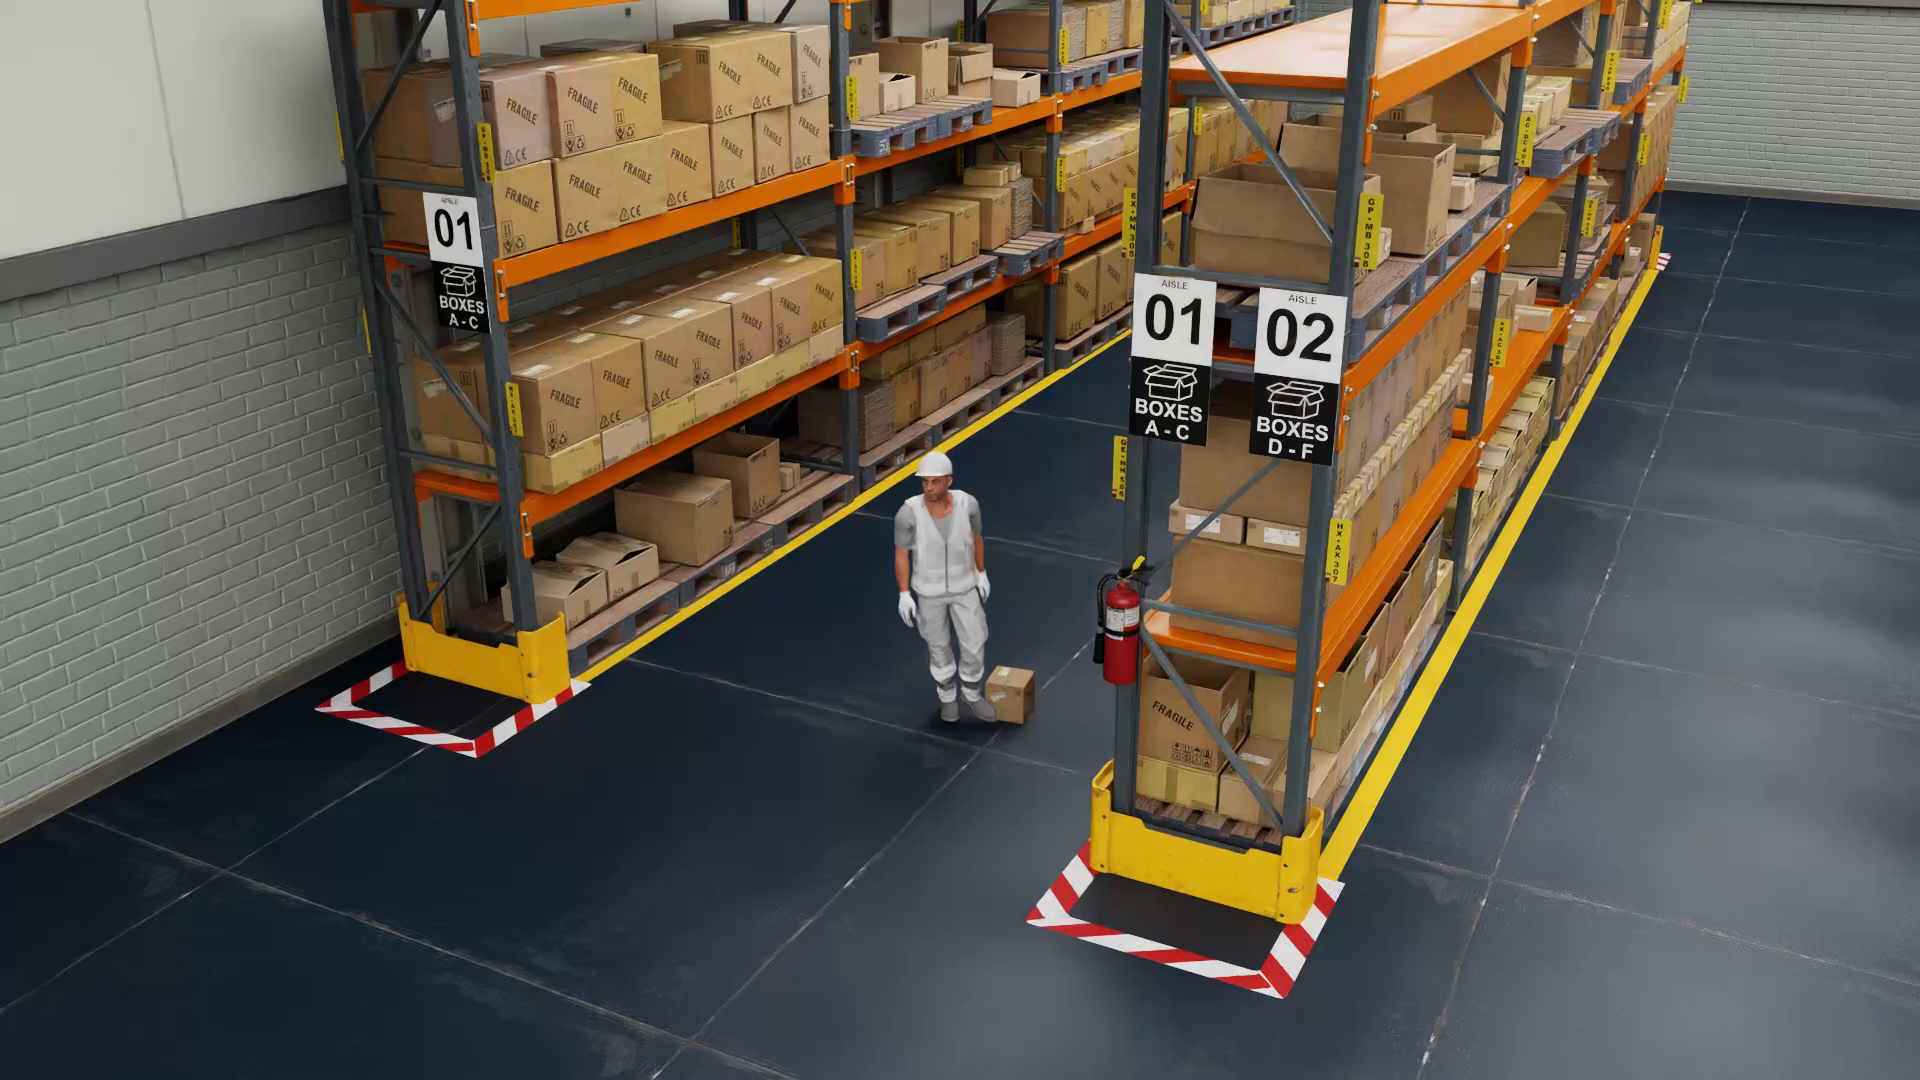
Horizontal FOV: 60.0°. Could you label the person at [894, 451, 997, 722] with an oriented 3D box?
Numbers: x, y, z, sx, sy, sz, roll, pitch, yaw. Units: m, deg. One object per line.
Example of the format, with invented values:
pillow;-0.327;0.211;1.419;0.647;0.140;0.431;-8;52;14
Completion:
person;-0.088;0.299;9.957;0.607;1.776;0.480;-2;23;-6
